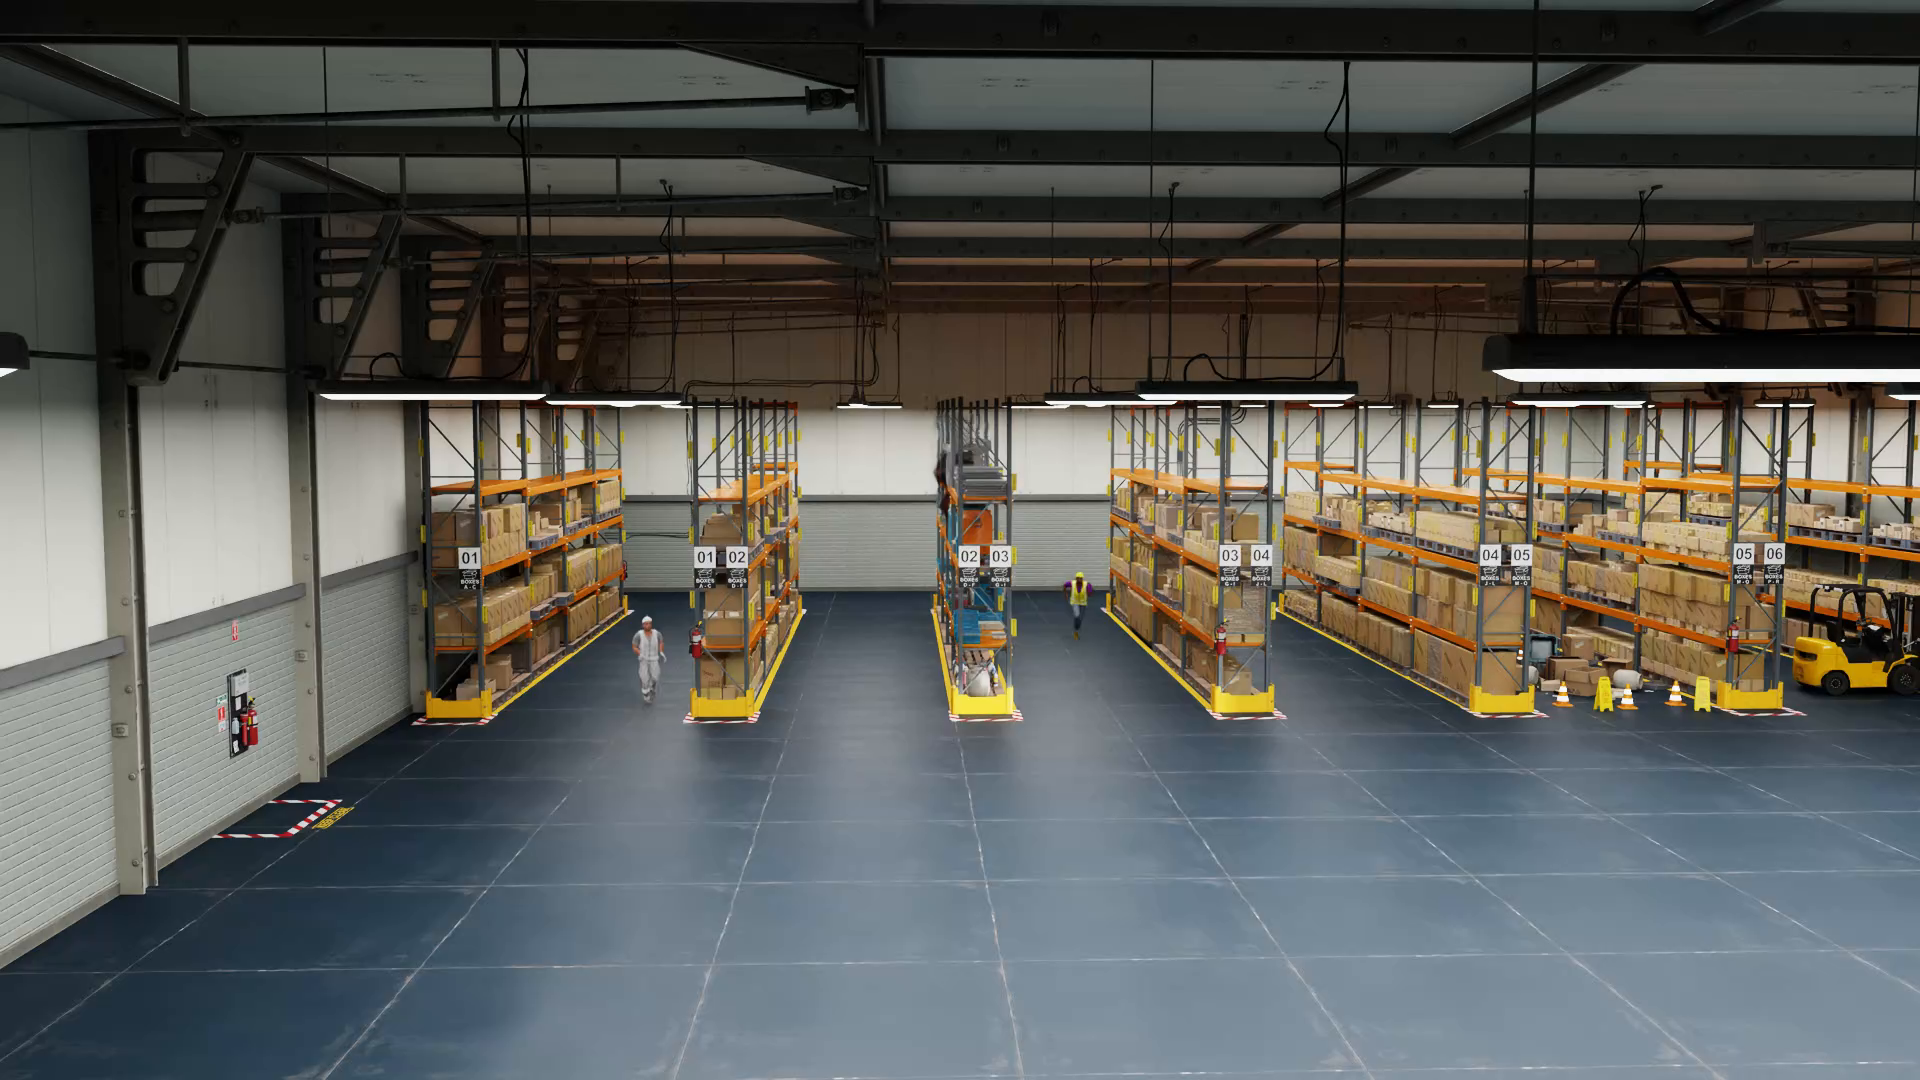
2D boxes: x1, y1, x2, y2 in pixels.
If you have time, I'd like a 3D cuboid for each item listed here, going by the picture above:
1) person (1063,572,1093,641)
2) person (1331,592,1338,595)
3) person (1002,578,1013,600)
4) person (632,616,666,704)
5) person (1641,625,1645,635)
[{"bbox_3d":[2.958,1.643,41.666,0.685,1.720,0.919,-1,4,-11],"label":"person"},{"bbox_3d":[10.892,1.149,48.312,0.656,1.733,0.823,-3,6,-37],"label":"person"},{"bbox_3d":[1.316,0.981,50.065,0.769,1.830,0.685,1,5,13],"label":"person"},{"bbox_3d":[-6.036,2.350,32.357,0.661,1.734,0.642,-2,5,-20],"label":"person"},{"bbox_3d":[17.552,1.618,42.390,0.519,1.738,0.799,-1,5,-12],"label":"person"}]
